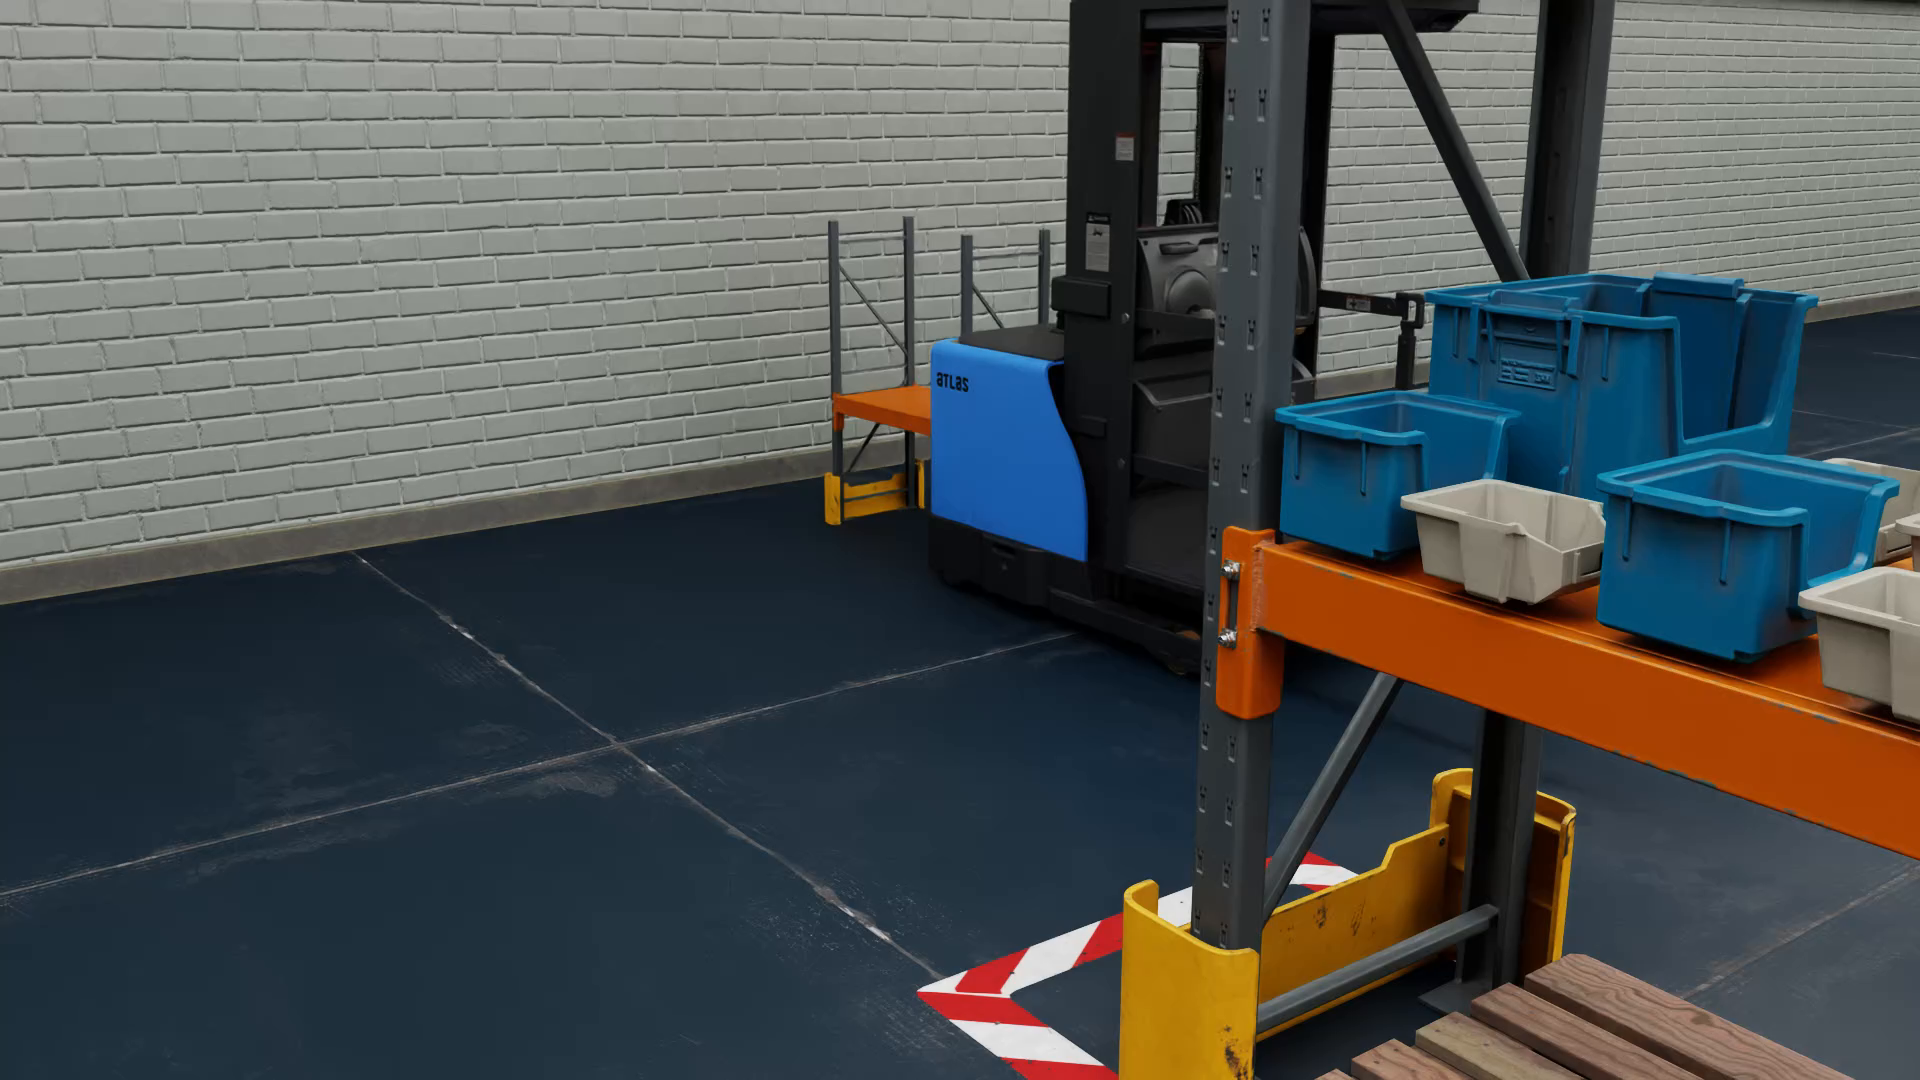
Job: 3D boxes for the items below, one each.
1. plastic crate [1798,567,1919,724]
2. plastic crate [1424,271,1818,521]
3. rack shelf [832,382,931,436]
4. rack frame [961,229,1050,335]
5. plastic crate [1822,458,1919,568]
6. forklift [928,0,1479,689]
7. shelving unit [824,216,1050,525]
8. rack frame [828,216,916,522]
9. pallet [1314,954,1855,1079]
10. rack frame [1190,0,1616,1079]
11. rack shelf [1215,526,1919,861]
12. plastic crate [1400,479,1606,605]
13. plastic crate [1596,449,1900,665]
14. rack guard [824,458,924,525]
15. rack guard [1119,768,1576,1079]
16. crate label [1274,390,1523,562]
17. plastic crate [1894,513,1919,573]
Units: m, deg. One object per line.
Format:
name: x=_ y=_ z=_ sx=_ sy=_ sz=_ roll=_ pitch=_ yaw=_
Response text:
plastic crate: x=1.314 y=0.152 z=2.223 sx=0.250 sy=0.136 sz=0.298 roll=-11 pitch=19 yaw=-35
plastic crate: x=1.262 y=-0.279 z=3.234 sx=0.616 sy=0.435 sz=0.499 roll=-11 pitch=19 yaw=-35
rack shelf: x=-0.114 y=-0.576 z=8.020 sx=0.538 sy=0.185 sz=1.000 roll=-12 pitch=19 yaw=-37
rack frame: x=0.207 y=-0.645 z=7.593 sx=0.500 sy=1.500 sz=0.032 roll=-12 pitch=19 yaw=-37
plastic crate: x=1.540 y=-0.032 z=2.895 sx=0.396 sy=0.136 sz=0.243 roll=-11 pitch=19 yaw=-35
forklift: x=1.175 y=-1.018 z=6.242 sx=1.130 sy=2.935 sz=3.031 roll=-12 pitch=19 yaw=-37
shelving unit: x=-0.120 y=-0.751 z=7.980 sx=0.587 sy=1.500 sz=1.083 roll=-12 pitch=19 yaw=-37
rack frame: x=-0.435 y=-0.854 z=8.353 sx=0.500 sy=1.500 sz=0.032 roll=-12 pitch=19 yaw=-37
pallet: x=1.368 y=1.251 z=3.105 sx=1.003 sy=0.211 sz=1.213 roll=-11 pitch=19 yaw=-35
rack frame: x=0.914 y=-0.276 z=3.402 sx=1.000 sy=3.000 sz=0.127 roll=-11 pitch=19 yaw=-35
rack shelf: x=2.090 y=0.498 z=1.937 sx=1.077 sy=0.370 sz=4.000 roll=-11 pitch=19 yaw=-35
plastic crate: x=0.915 y=0.008 z=2.752 sx=0.250 sy=0.136 sz=0.298 roll=-11 pitch=19 yaw=-35
plastic crate: x=1.180 y=0.020 z=2.523 sx=0.416 sy=0.233 sz=0.300 roll=-11 pitch=19 yaw=-35
rack guard: x=-0.434 y=-0.250 z=8.518 sx=0.587 sy=0.250 sz=0.087 roll=-12 pitch=19 yaw=-37
rack guard: x=0.890 y=0.927 z=3.743 sx=1.175 sy=0.500 sz=0.348 roll=-11 pitch=19 yaw=-35
crate label: x=0.793 y=-0.120 z=3.037 sx=0.416 sy=0.233 sz=0.303 roll=-11 pitch=19 yaw=-35
plastic crate: x=1.699 y=0.033 z=2.661 sx=0.396 sy=0.136 sz=0.243 roll=-11 pitch=19 yaw=-35
